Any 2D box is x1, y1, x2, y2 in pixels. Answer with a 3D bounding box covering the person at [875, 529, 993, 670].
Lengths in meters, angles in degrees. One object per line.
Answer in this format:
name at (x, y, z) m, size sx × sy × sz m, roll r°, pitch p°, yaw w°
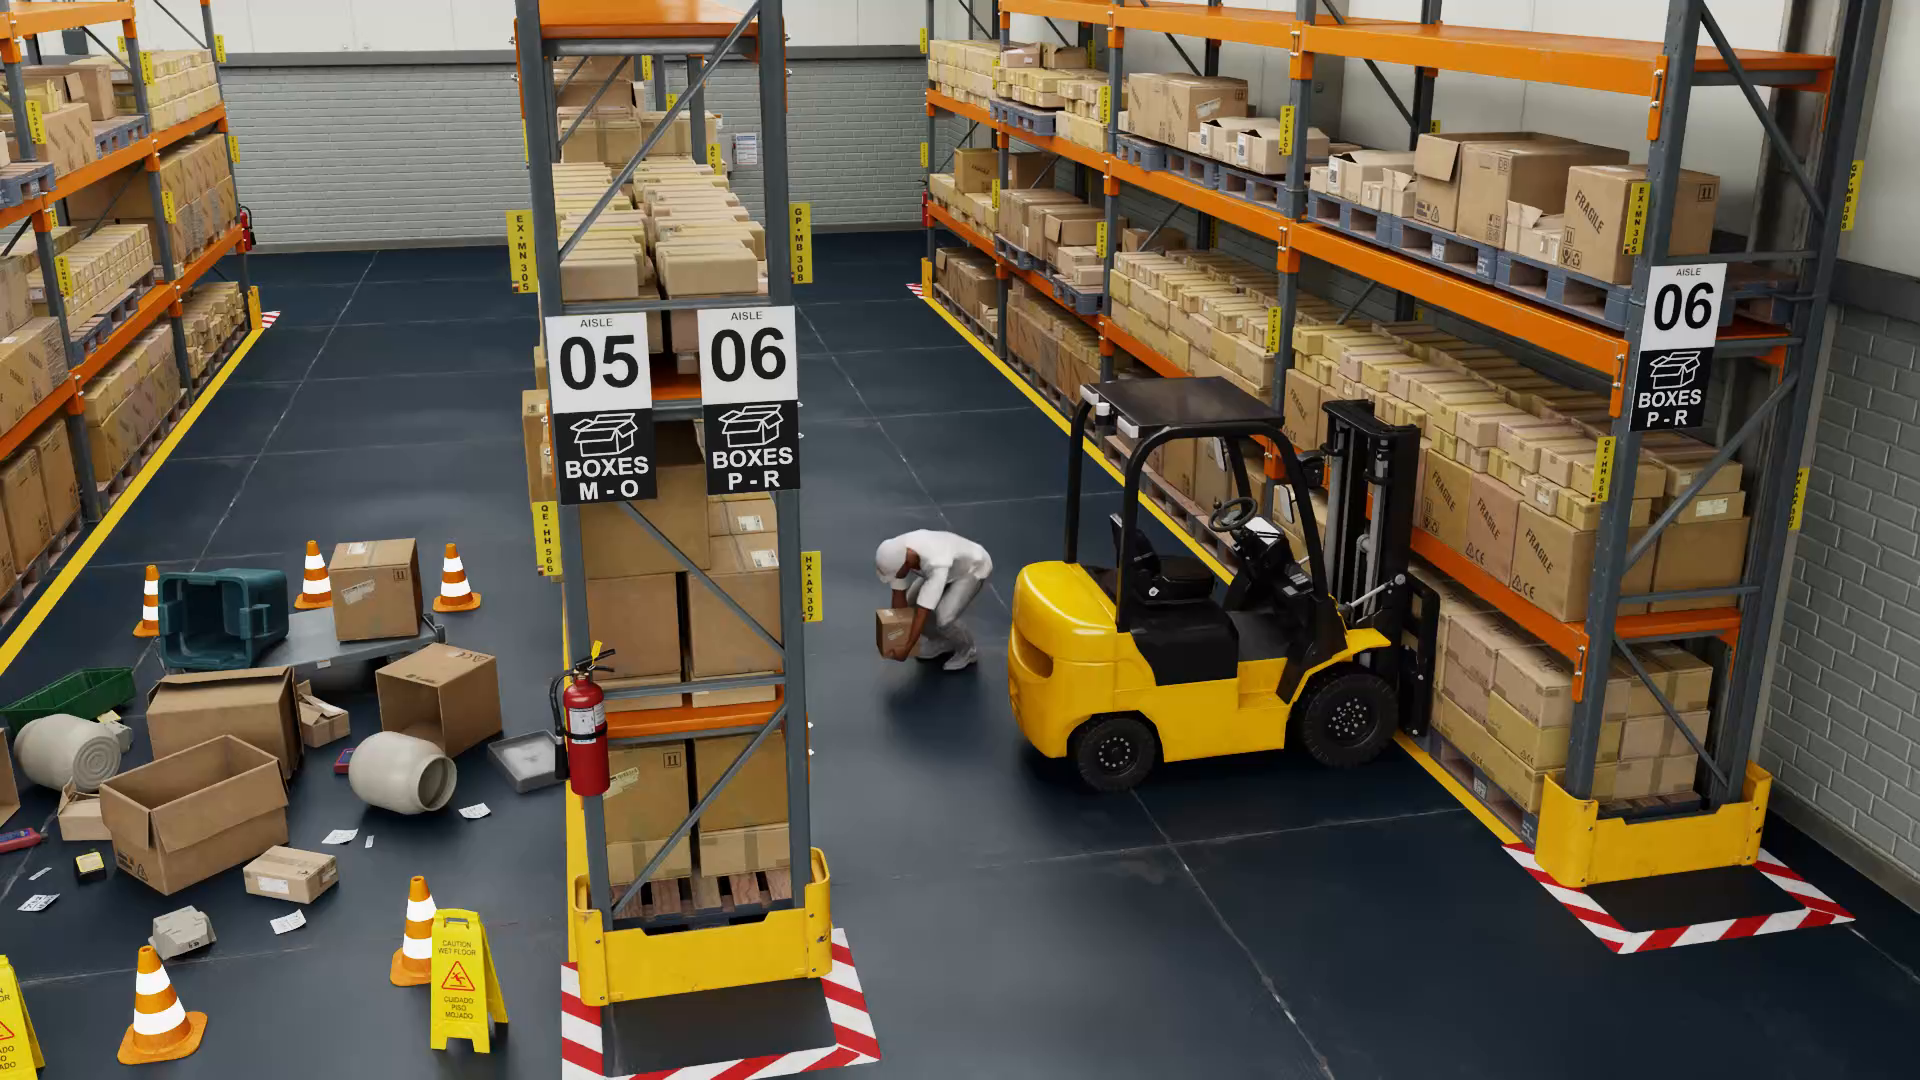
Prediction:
person at (-0.193, 0.385, 11.087) m, size 0.947 × 1.009 × 0.526 m, roll -18°, pitch 26°, yaw -41°
